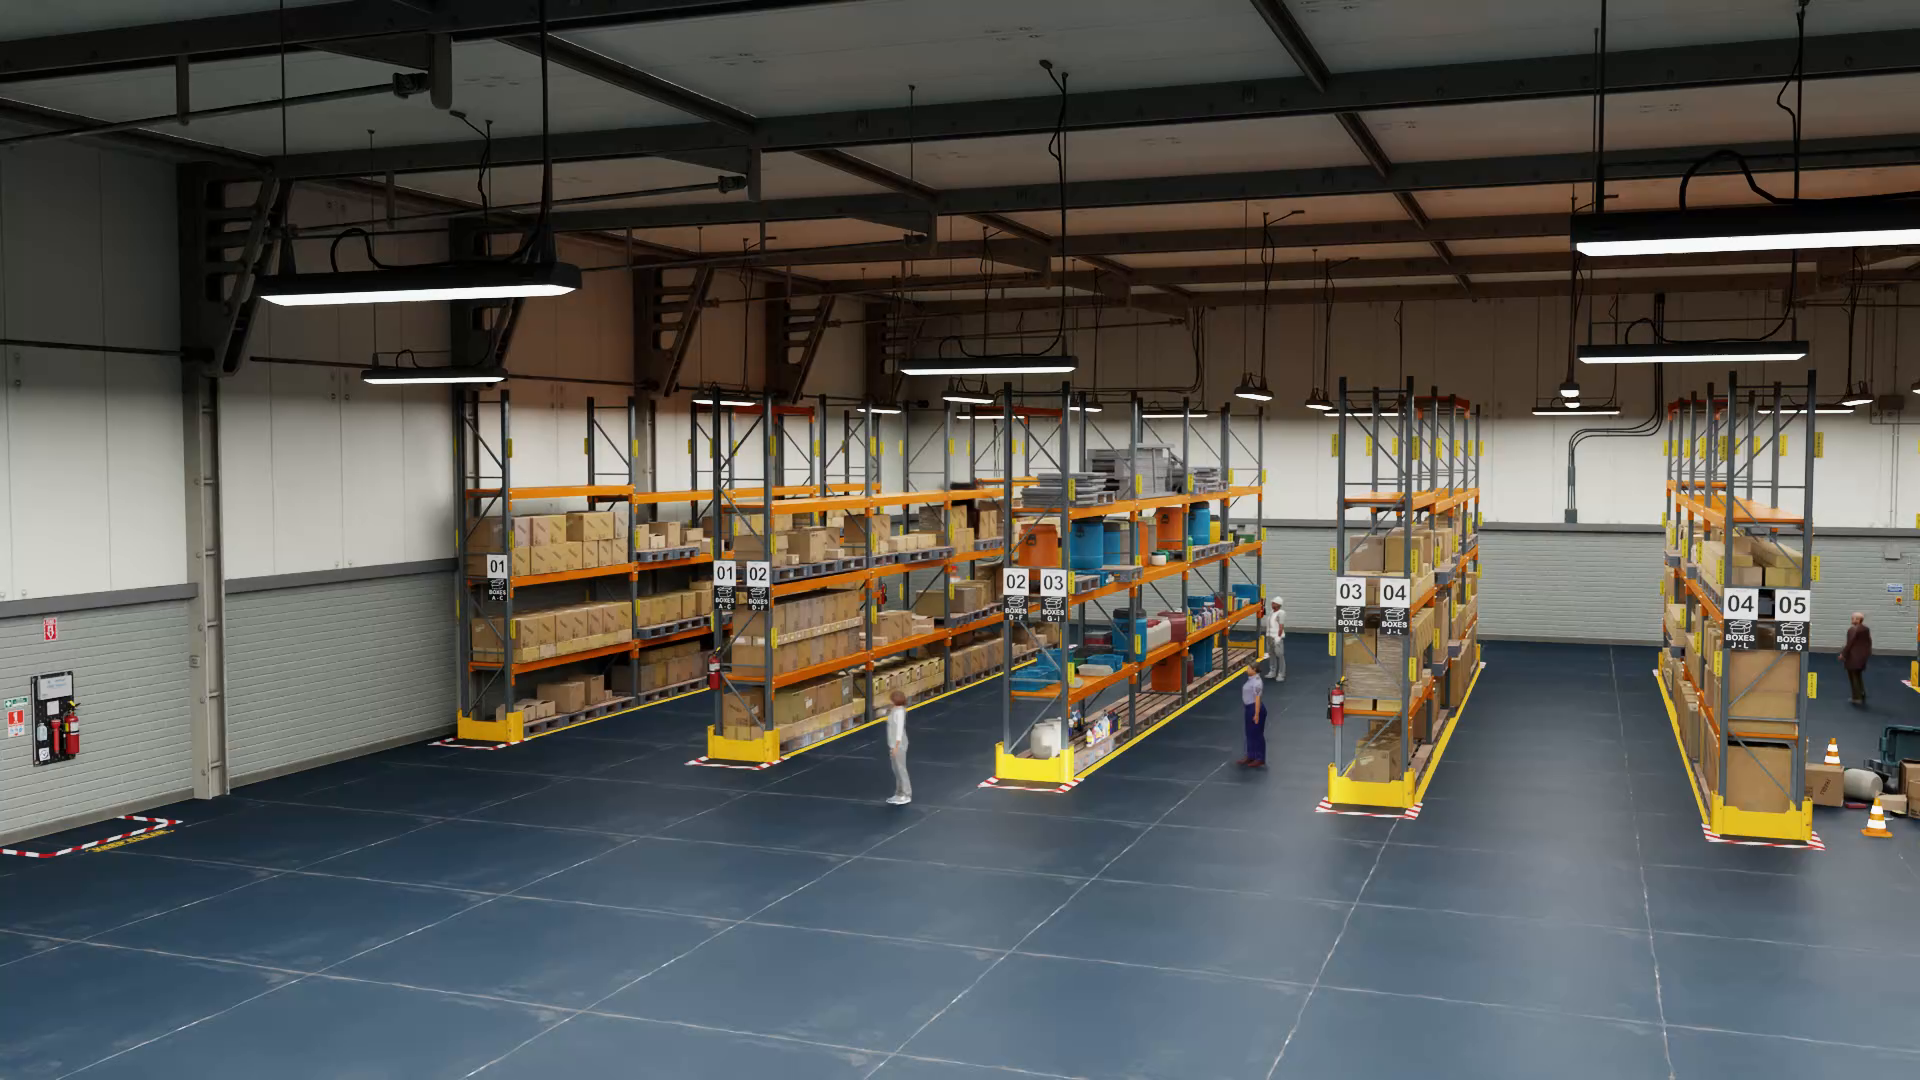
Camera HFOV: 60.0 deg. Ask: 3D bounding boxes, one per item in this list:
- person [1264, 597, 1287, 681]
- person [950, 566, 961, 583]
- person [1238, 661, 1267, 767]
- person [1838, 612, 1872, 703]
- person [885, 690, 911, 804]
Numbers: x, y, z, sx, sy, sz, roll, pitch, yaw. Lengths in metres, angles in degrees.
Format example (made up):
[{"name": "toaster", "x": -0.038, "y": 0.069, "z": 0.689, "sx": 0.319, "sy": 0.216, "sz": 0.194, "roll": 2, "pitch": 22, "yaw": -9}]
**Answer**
[{"name": "person", "x": 6.842, "y": 2.132, "z": 36.042, "sx": 0.415, "sy": 1.816, "sz": 0.548, "roll": -2, "pitch": 4, "yaw": -32}, {"name": "person", "x": -0.181, "y": 1.585, "z": 46.448, "sx": 1.063, "sy": 1.744, "sz": 0.644, "roll": 2, "pitch": 4, "yaw": 35}, {"name": "person", "x": 4.619, "y": 2.738, "z": 26.216, "sx": 0.415, "sy": 1.649, "sz": 0.489, "roll": 0, "pitch": 3, "yaw": -3}, {"name": "person", "x": 17.527, "y": 2.321, "z": 32.504, "sx": 0.632, "sy": 1.820, "sz": 0.551, "roll": 0, "pitch": 3, "yaw": -2}, {"name": "person", "x": -0.866, "y": 2.917, "z": 23.423, "sx": 0.361, "sy": 1.621, "sz": 0.463, "roll": -1, "pitch": 3, "yaw": -17}]
